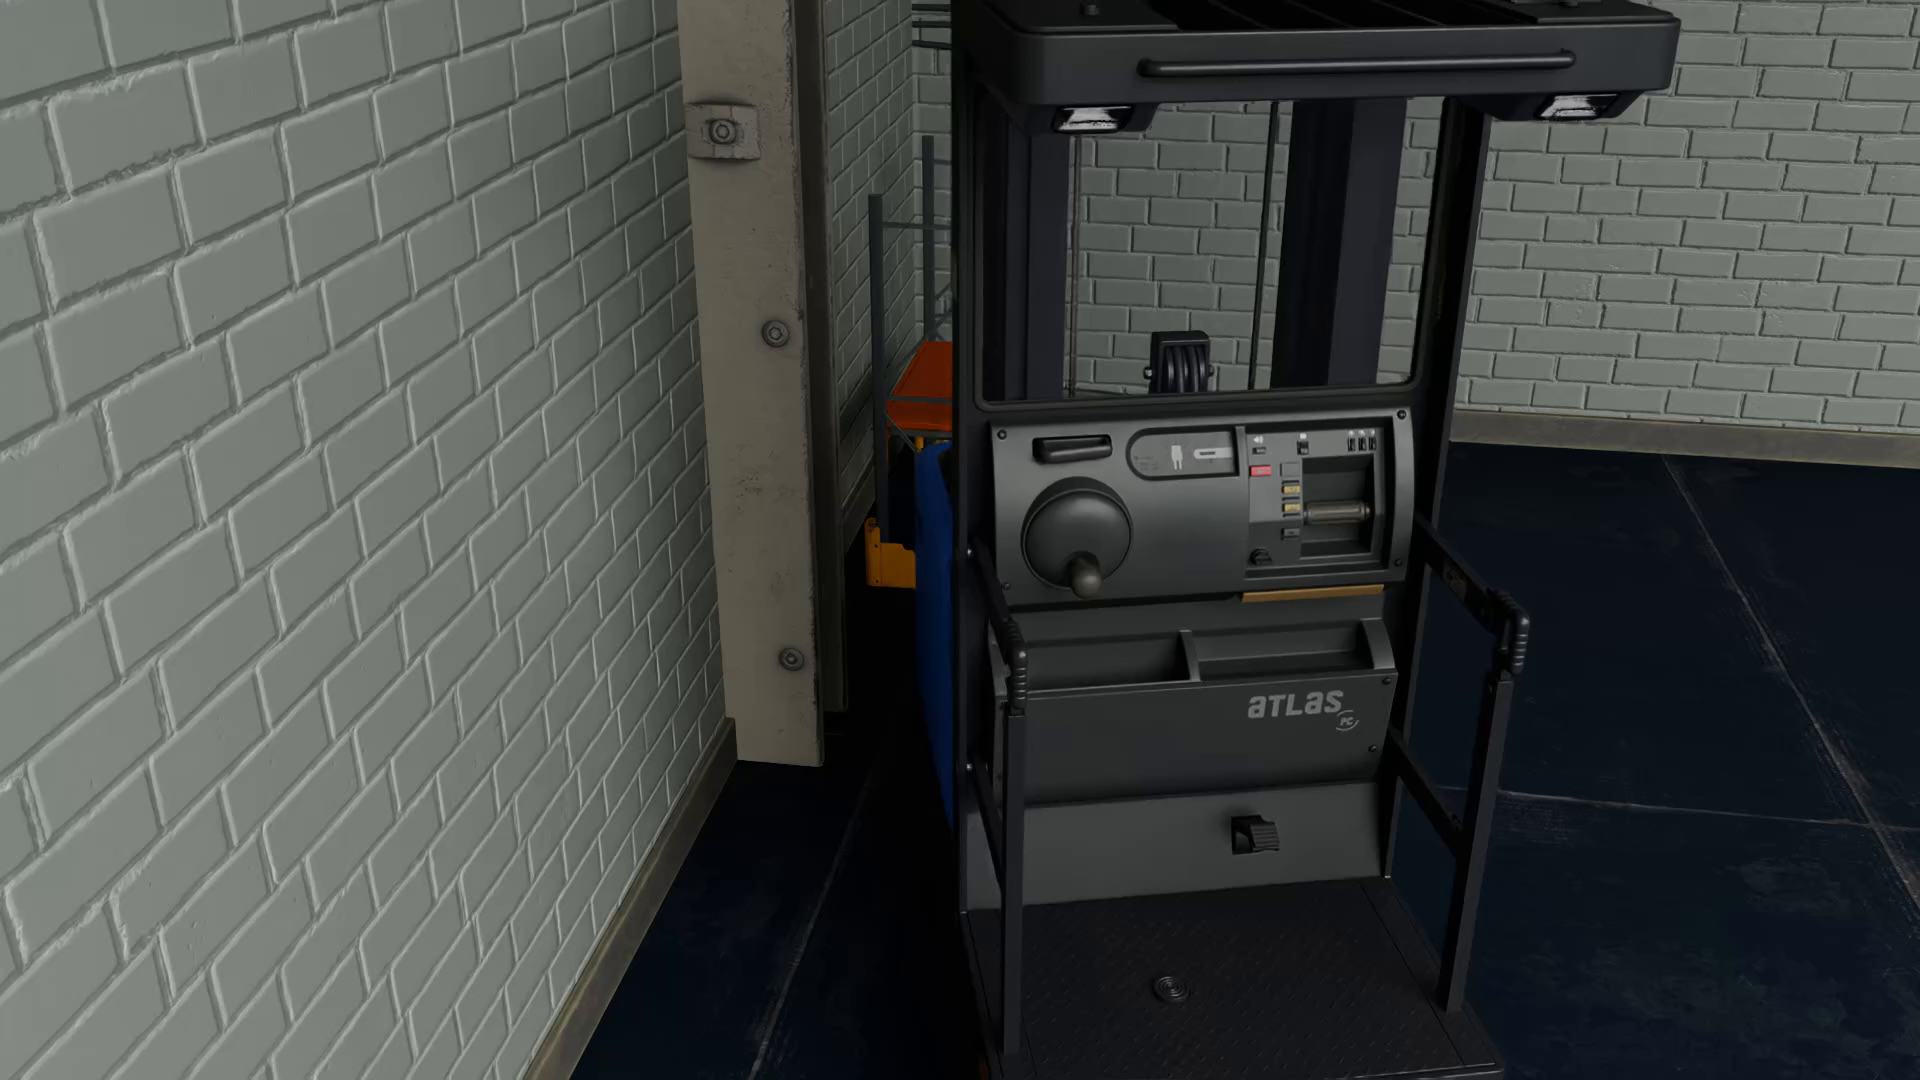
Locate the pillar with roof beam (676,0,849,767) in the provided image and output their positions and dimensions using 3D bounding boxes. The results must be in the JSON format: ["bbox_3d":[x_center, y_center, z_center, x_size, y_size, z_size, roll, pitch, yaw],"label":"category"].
[{"bbox_3d":[3.691,-3.158,2.881,9.100,9.000,0.400,4,25,9],"label":"pillar with roof beam"}]

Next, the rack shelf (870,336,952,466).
[{"bbox_3d":[0.014,-0.552,6.585,0.538,0.185,1.000,4,25,9],"label":"rack shelf"}]

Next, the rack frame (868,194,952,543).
[{"bbox_3d":[-0.069,-0.502,6.054,0.500,1.500,0.032,4,25,9],"label":"rack frame"}]

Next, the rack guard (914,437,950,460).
[{"bbox_3d":[0.094,-0.353,7.210,0.587,0.250,0.087,4,25,9],"label":"rack guard"}]

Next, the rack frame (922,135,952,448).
[{"bbox_3d":[0.097,-0.928,6.962,0.500,1.500,0.032,4,25,9],"label":"rack frame"}]

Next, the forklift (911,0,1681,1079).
[{"bbox_3d":[0.559,-0.053,3.406,1.130,2.935,3.031,-3,25,-7],"label":"forklift"}]

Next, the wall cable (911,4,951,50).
[{"bbox_3d":[1.230,-3.190,6.613,3.097,2.526,0.112,4,25,9],"label":"wall cable"}]

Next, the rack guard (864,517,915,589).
[{"bbox_3d":[-0.069,0.063,6.320,0.587,0.250,0.087,4,25,9],"label":"rack guard"}]

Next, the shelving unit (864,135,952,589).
[{"bbox_3d":[0.012,-0.711,6.500,0.587,1.500,1.083,4,25,9],"label":"shelving unit"}]
